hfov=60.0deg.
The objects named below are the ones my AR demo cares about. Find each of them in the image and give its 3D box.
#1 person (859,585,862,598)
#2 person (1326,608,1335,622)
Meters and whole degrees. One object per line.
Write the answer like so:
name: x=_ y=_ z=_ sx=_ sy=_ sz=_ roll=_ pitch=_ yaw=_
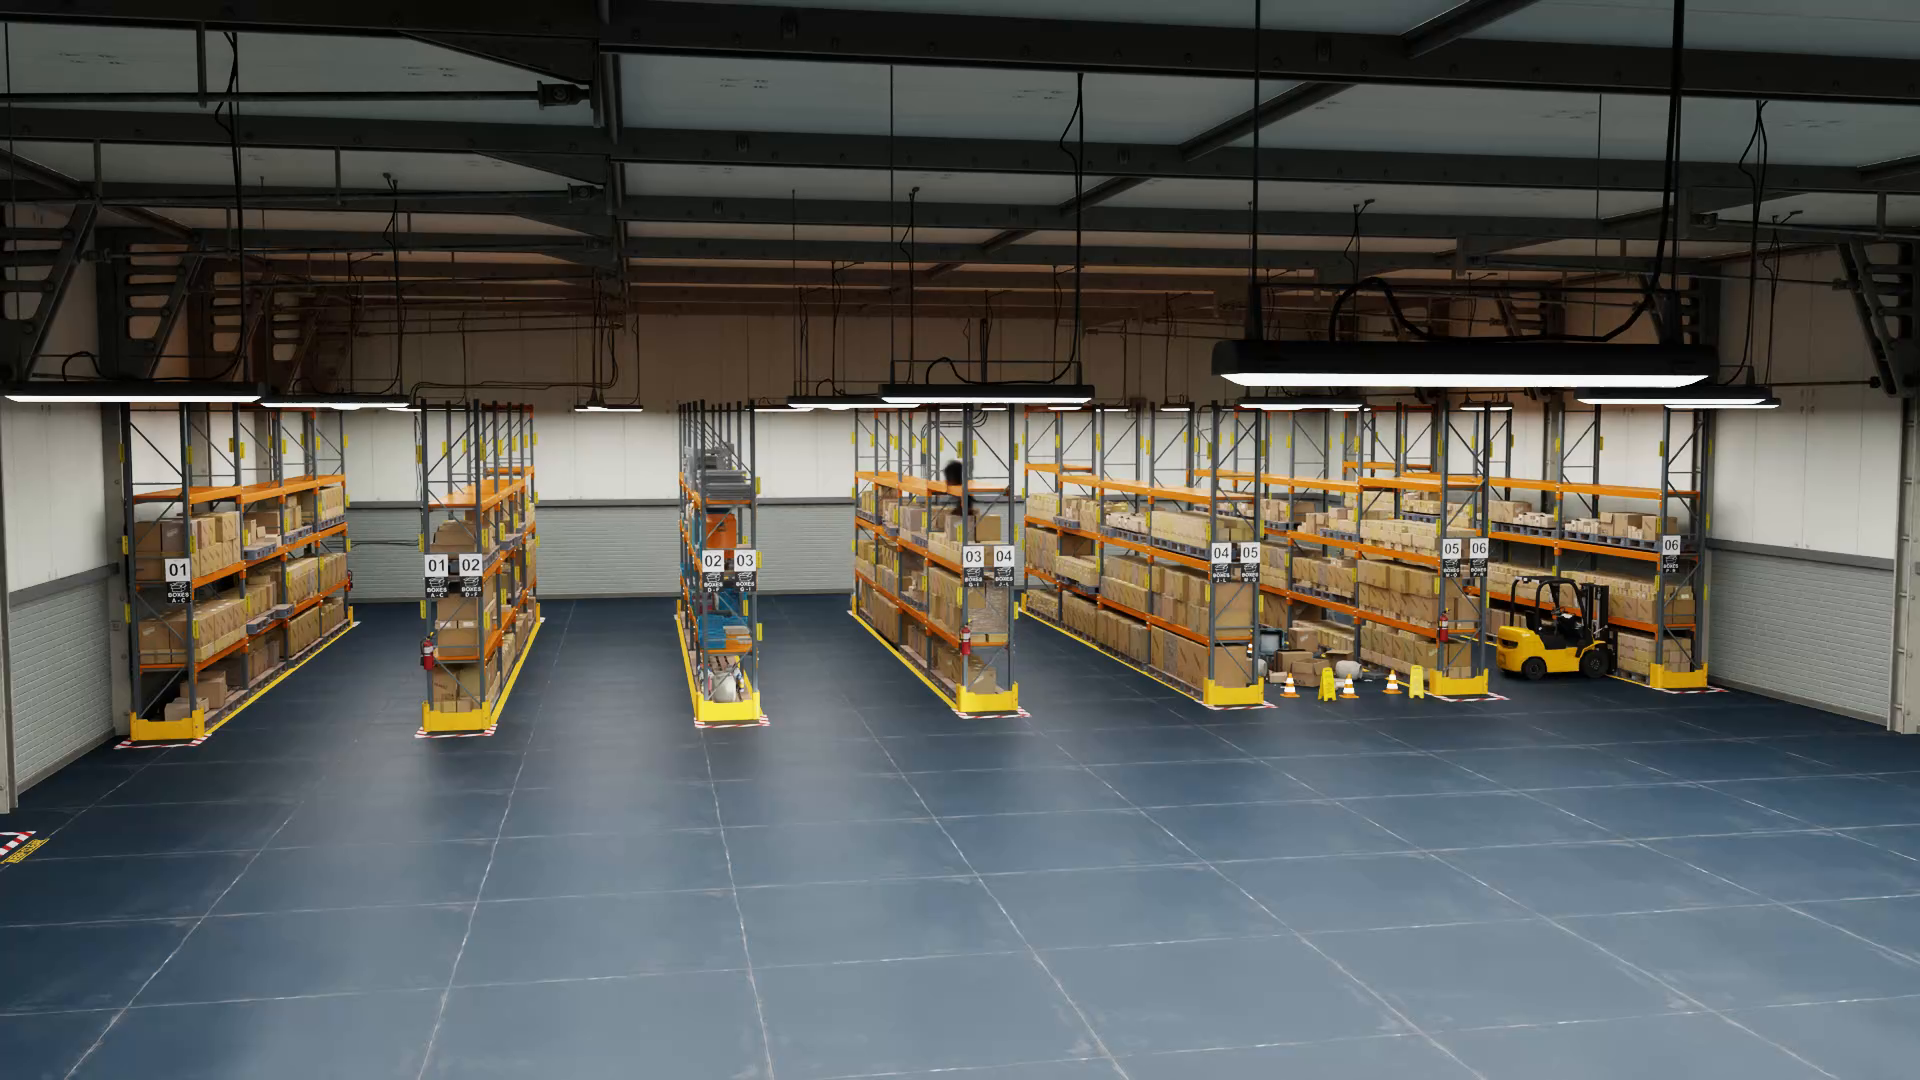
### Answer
person: x=-2.653 y=1.110 z=48.966 sx=0.996 sy=1.784 sz=0.704 roll=3 pitch=5 yaw=32
person: x=10.042 y=1.409 z=46.021 sx=0.711 sy=1.668 sz=0.934 roll=-2 pitch=5 yaw=-28
